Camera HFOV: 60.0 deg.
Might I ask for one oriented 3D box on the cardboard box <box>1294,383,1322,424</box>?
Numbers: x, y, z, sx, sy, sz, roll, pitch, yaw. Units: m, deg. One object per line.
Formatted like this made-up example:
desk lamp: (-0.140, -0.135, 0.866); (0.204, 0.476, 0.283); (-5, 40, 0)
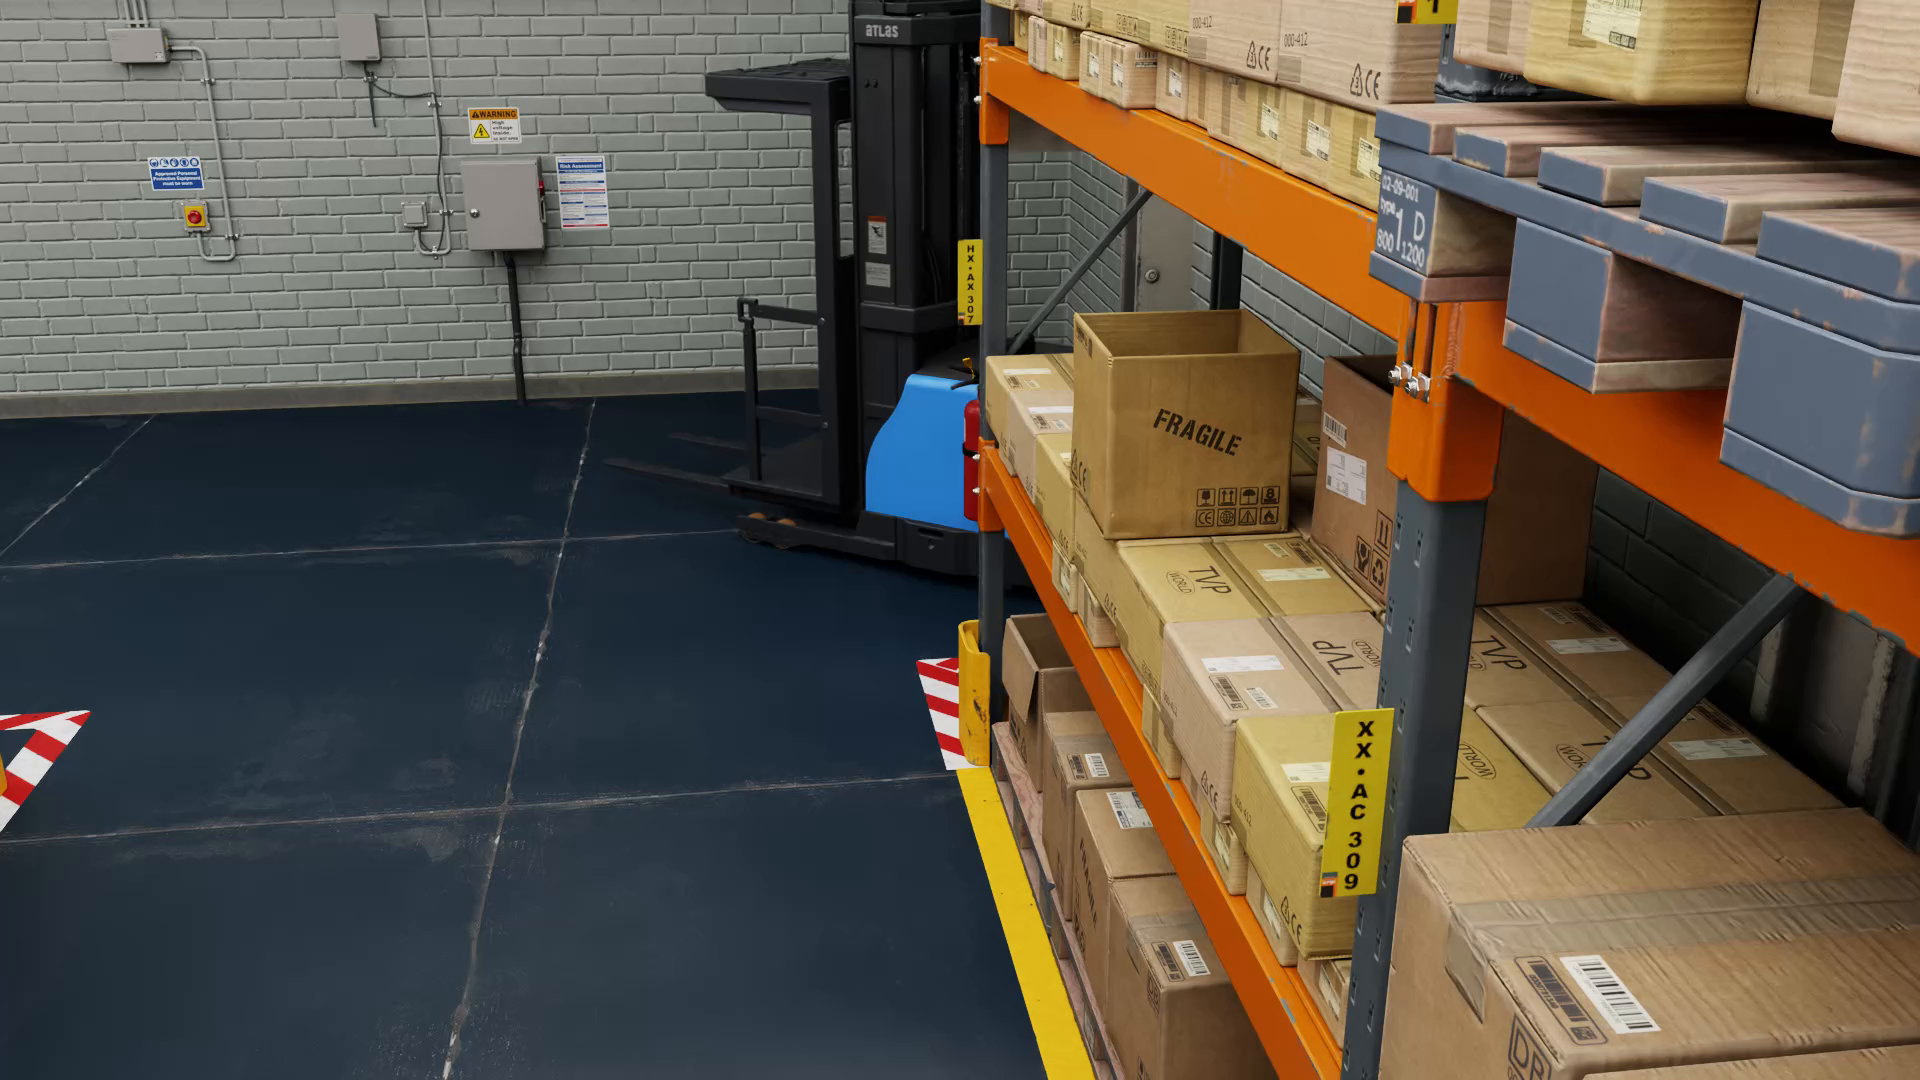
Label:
cardboard box: (0.981, -0.342, 5.634); (0.500, 0.250, 0.500); (-3, 21, -8)

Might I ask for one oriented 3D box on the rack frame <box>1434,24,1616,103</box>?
rack frame: (1.155, -2.023, 1.771); (1.000, 3.000, 0.127); (-3, 21, -8)

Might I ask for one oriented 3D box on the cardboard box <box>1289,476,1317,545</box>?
cardboard box: (1.123, 0.011, 4.690); (0.500, 0.250, 0.500); (-3, 21, -8)

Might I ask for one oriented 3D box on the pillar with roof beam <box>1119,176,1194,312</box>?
pillar with roof beam: (-3.178, -4.170, 7.519); (9.100, 9.000, 0.400); (-3, 21, -8)

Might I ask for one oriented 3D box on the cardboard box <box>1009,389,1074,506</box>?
cardboard box: (0.451, -0.321, 5.578); (0.500, 0.250, 0.500); (-3, 21, -7)

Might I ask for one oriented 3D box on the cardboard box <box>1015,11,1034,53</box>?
cardboard box: (0.395, -1.763, 5.721); (0.380, 0.149, 0.250); (-2, 21, -7)

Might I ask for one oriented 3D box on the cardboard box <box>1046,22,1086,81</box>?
cardboard box: (0.458, -1.402, 4.754); (0.380, 0.149, 0.250); (-3, 21, -8)

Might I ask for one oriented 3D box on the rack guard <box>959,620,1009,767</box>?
rack guard: (0.590, 0.600, 6.895); (1.175, 0.500, 0.348); (-3, 21, -8)

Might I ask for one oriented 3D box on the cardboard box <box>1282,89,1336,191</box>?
cardboard box: (0.779, -0.694, 2.860); (0.380, 0.149, 0.250); (-3, 21, -8)

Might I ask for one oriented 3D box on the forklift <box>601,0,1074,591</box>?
forklift: (-0.640, -1.469, 8.961); (3.031, 2.935, 1.130); (11, 23, 27)

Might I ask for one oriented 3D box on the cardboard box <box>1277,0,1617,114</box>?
cardboard box: (0.838, -0.841, 2.683); (0.500, 0.250, 0.500); (-3, 21, -8)

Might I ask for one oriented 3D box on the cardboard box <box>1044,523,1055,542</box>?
cardboard box: (0.485, -0.086, 5.520); (0.380, 0.149, 0.250); (-2, 21, -6)

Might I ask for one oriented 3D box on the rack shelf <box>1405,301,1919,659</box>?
rack shelf: (1.444, 0.412, 0.567); (1.077, 0.370, 4.000); (-3, 21, -8)

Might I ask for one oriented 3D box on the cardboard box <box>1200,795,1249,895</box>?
cardboard box: (0.739, 0.630, 3.602); (0.380, 0.149, 0.250); (-2, 21, -6)

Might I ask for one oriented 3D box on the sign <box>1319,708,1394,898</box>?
sign: (0.620, 0.412, 2.589); (0.100, 0.325, 0.005); (-3, 21, -8)

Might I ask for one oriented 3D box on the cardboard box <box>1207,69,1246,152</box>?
cardboard box: (0.718, -0.873, 3.339); (0.380, 0.149, 0.250); (-3, 21, -8)

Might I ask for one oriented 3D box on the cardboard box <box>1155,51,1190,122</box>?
cardboard box: (0.666, -1.054, 3.823); (0.380, 0.149, 0.250); (-3, 21, -7)

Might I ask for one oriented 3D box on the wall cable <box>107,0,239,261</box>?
wall cable: (-5.168, -2.787, 10.895); (0.585, 1.953, 0.123); (-3, 21, -8)

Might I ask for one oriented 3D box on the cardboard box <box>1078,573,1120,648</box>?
cardboard box: (0.549, 0.187, 4.788); (0.380, 0.149, 0.250); (-2, 21, -7)

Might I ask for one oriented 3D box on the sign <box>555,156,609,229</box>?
sign: (-2.610, -2.404, 11.502); (0.329, 0.494, 0.001); (-3, 21, -8)

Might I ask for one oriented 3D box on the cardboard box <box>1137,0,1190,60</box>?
cardboard box: (0.690, -1.199, 3.640); (0.500, 0.250, 0.500); (-2, 21, -7)

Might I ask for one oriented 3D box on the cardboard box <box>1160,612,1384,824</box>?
cardboard box: (0.754, 0.382, 3.696); (0.500, 0.250, 0.500); (-3, 21, -8)

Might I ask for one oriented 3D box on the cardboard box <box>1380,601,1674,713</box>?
cardboard box: (1.272, 0.360, 3.754); (0.500, 0.250, 0.500); (-3, 21, -8)

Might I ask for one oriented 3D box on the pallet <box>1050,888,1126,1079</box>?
pallet: (0.878, 1.433, 5.079); (1.003, 0.211, 1.213); (-3, 21, -8)

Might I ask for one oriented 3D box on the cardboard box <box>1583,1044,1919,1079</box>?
cardboard box: (1.079, 0.902, 1.771); (0.700, 0.500, 0.500); (-3, 21, -7)

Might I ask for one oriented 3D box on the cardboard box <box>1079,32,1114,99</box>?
cardboard box: (0.520, -1.227, 4.286); (0.380, 0.149, 0.250); (-3, 21, -8)

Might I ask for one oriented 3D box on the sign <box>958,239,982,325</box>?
sign: (0.042, -0.975, 6.304); (0.100, 0.325, 0.005); (-3, 21, -8)

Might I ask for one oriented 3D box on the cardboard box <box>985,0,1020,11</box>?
cardboard box: (0.372, -1.904, 5.530); (0.500, 0.250, 0.500); (-3, 21, -8)

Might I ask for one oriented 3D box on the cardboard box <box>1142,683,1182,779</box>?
cardboard box: (0.664, 0.451, 4.082); (0.380, 0.149, 0.250); (-3, 21, -9)

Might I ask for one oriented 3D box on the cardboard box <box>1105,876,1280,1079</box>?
cardboard box: (0.808, 1.251, 4.553); (0.700, 0.500, 0.500); (-4, 21, -10)

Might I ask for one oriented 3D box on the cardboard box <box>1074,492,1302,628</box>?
cardboard box: (0.622, 0.030, 4.638); (0.500, 0.250, 0.500); (-3, 21, -9)

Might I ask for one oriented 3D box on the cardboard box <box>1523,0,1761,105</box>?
cardboard box: (0.808, -0.529, 1.673); (0.380, 0.149, 0.250); (-3, 21, -7)

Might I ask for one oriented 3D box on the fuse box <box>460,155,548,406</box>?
fuse box: (-3.069, -1.749, 11.453); (0.539, 1.711, 0.414); (-3, 21, -8)

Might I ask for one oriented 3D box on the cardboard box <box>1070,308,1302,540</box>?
cardboard box: (0.594, -0.328, 4.524); (0.500, 0.500, 0.500); (-2, 21, -6)

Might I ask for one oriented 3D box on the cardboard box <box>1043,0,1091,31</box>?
cardboard box: (0.527, -1.551, 4.585); (0.500, 0.250, 0.500); (-4, 21, -9)

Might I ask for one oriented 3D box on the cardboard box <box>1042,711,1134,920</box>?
cardboard box: (0.658, 0.891, 5.515); (0.700, 0.500, 0.500); (-2, 21, -6)

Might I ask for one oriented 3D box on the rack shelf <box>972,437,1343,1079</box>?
rack shelf: (0.867, 0.432, 4.800); (1.077, 0.370, 4.000); (-3, 21, -8)

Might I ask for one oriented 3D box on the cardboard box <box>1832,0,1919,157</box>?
cardboard box: (0.893, -0.354, 1.206); (0.380, 0.149, 0.250); (-3, 21, -7)

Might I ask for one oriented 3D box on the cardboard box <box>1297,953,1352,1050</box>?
cardboard box: (0.860, 0.808, 3.126); (0.380, 0.149, 0.250); (-3, 21, -7)
